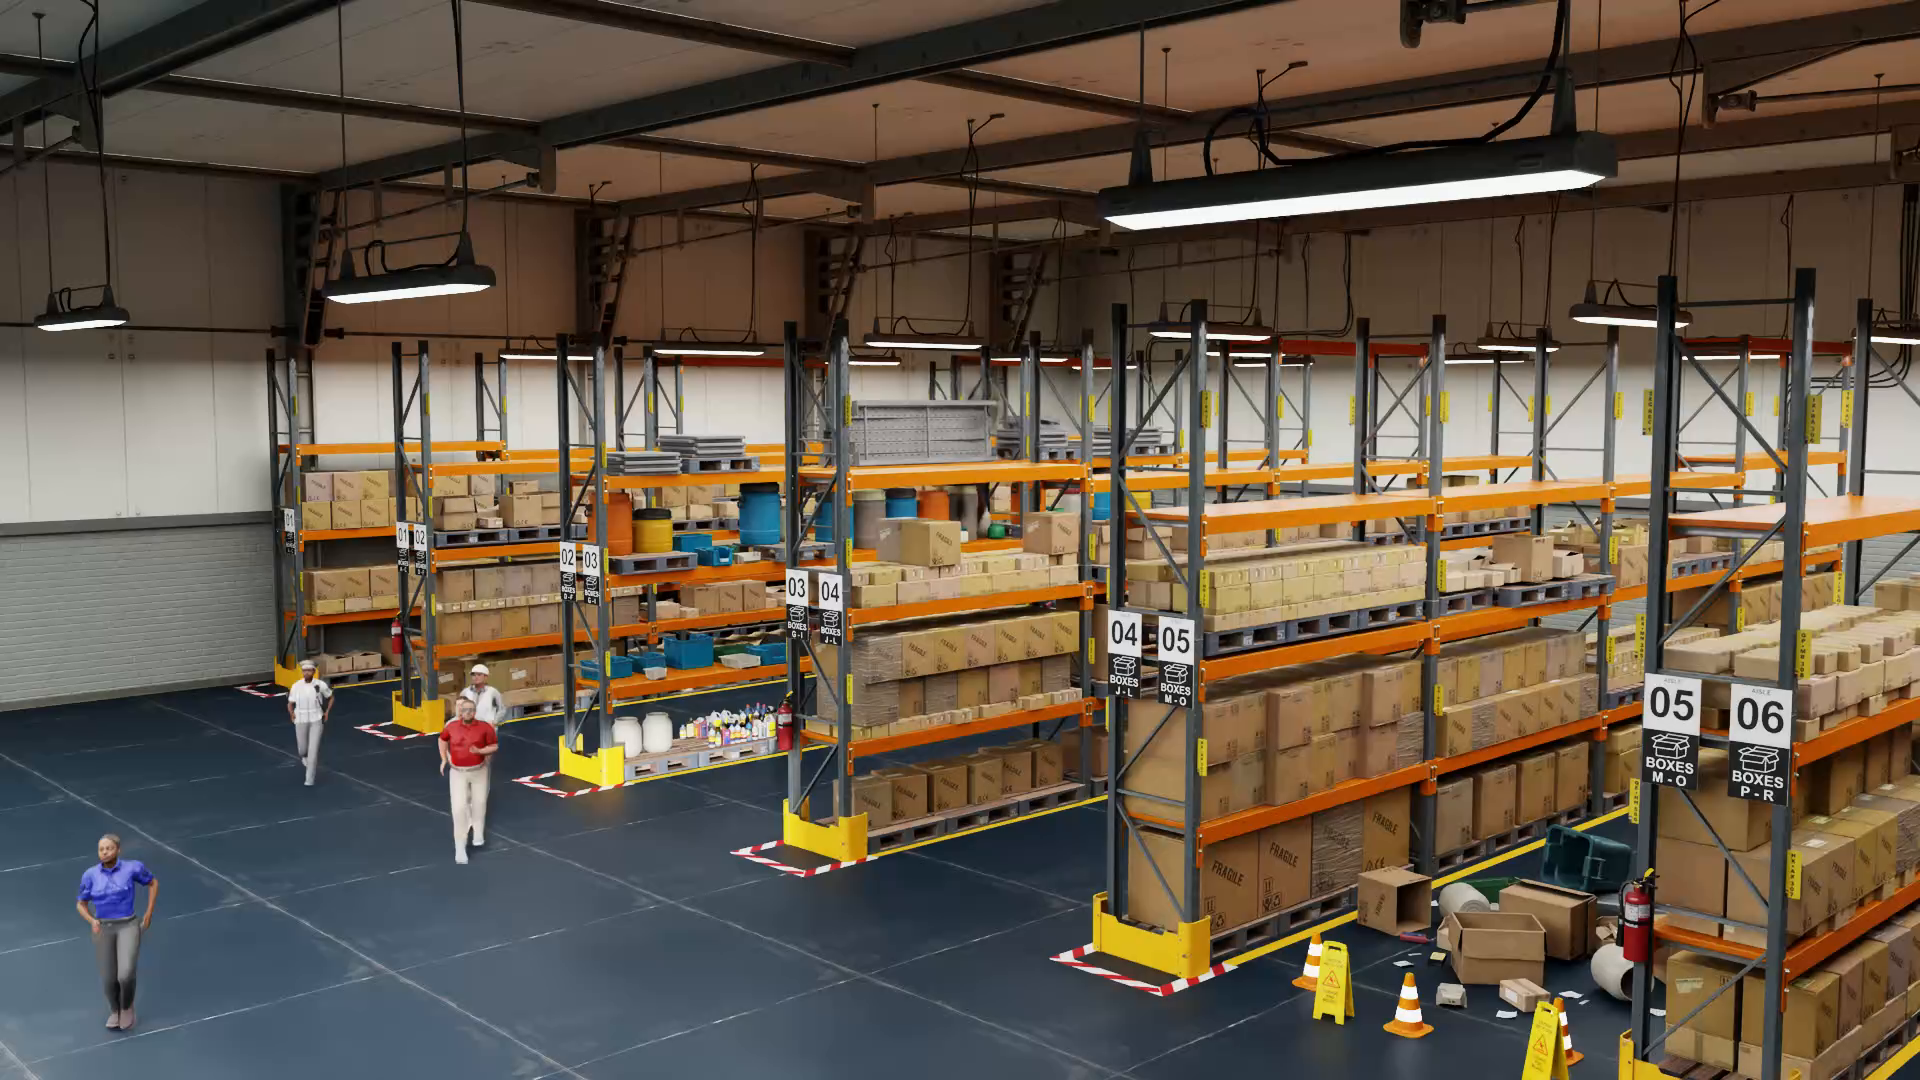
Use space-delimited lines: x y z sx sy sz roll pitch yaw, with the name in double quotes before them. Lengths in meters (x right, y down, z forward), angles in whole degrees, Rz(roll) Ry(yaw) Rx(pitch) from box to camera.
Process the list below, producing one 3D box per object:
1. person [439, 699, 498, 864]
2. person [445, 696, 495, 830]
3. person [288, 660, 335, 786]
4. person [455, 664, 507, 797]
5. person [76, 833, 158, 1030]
"person" -5.530 2.683 18.741 0.641 1.787 0.836 -2 5 -18
"person" -5.844 2.653 19.743 0.598 1.628 0.623 -1 5 -6
"person" -8.687 2.420 22.266 0.593 1.657 0.773 -1 5 -16
"person" -6.182 2.462 21.414 0.672 1.728 0.550 0 5 -2
"person" -6.839 3.185 13.485 0.579 1.617 0.603 -1 5 -17
